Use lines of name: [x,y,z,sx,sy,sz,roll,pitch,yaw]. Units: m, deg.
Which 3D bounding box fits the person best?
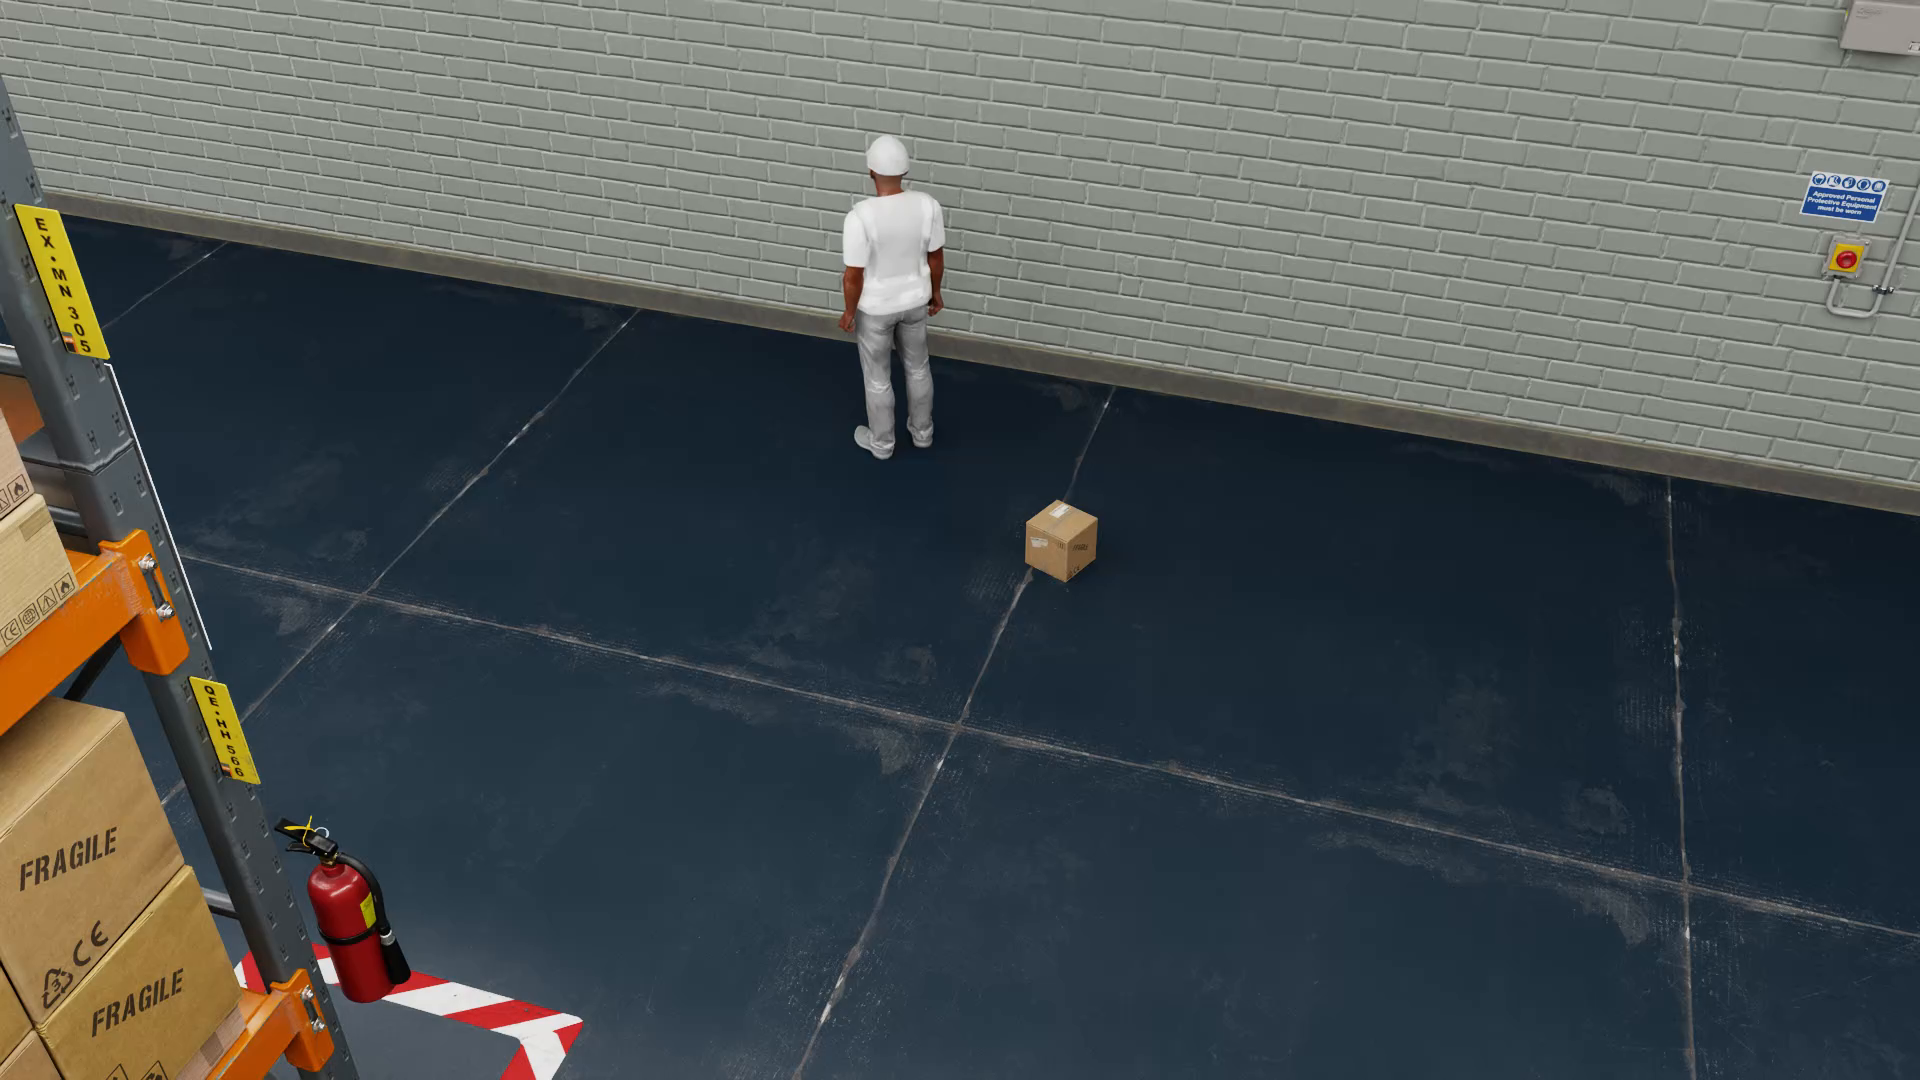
person: [-0.357,-1.232,8.513,0.566,1.771,0.363,-16,40,-20]
